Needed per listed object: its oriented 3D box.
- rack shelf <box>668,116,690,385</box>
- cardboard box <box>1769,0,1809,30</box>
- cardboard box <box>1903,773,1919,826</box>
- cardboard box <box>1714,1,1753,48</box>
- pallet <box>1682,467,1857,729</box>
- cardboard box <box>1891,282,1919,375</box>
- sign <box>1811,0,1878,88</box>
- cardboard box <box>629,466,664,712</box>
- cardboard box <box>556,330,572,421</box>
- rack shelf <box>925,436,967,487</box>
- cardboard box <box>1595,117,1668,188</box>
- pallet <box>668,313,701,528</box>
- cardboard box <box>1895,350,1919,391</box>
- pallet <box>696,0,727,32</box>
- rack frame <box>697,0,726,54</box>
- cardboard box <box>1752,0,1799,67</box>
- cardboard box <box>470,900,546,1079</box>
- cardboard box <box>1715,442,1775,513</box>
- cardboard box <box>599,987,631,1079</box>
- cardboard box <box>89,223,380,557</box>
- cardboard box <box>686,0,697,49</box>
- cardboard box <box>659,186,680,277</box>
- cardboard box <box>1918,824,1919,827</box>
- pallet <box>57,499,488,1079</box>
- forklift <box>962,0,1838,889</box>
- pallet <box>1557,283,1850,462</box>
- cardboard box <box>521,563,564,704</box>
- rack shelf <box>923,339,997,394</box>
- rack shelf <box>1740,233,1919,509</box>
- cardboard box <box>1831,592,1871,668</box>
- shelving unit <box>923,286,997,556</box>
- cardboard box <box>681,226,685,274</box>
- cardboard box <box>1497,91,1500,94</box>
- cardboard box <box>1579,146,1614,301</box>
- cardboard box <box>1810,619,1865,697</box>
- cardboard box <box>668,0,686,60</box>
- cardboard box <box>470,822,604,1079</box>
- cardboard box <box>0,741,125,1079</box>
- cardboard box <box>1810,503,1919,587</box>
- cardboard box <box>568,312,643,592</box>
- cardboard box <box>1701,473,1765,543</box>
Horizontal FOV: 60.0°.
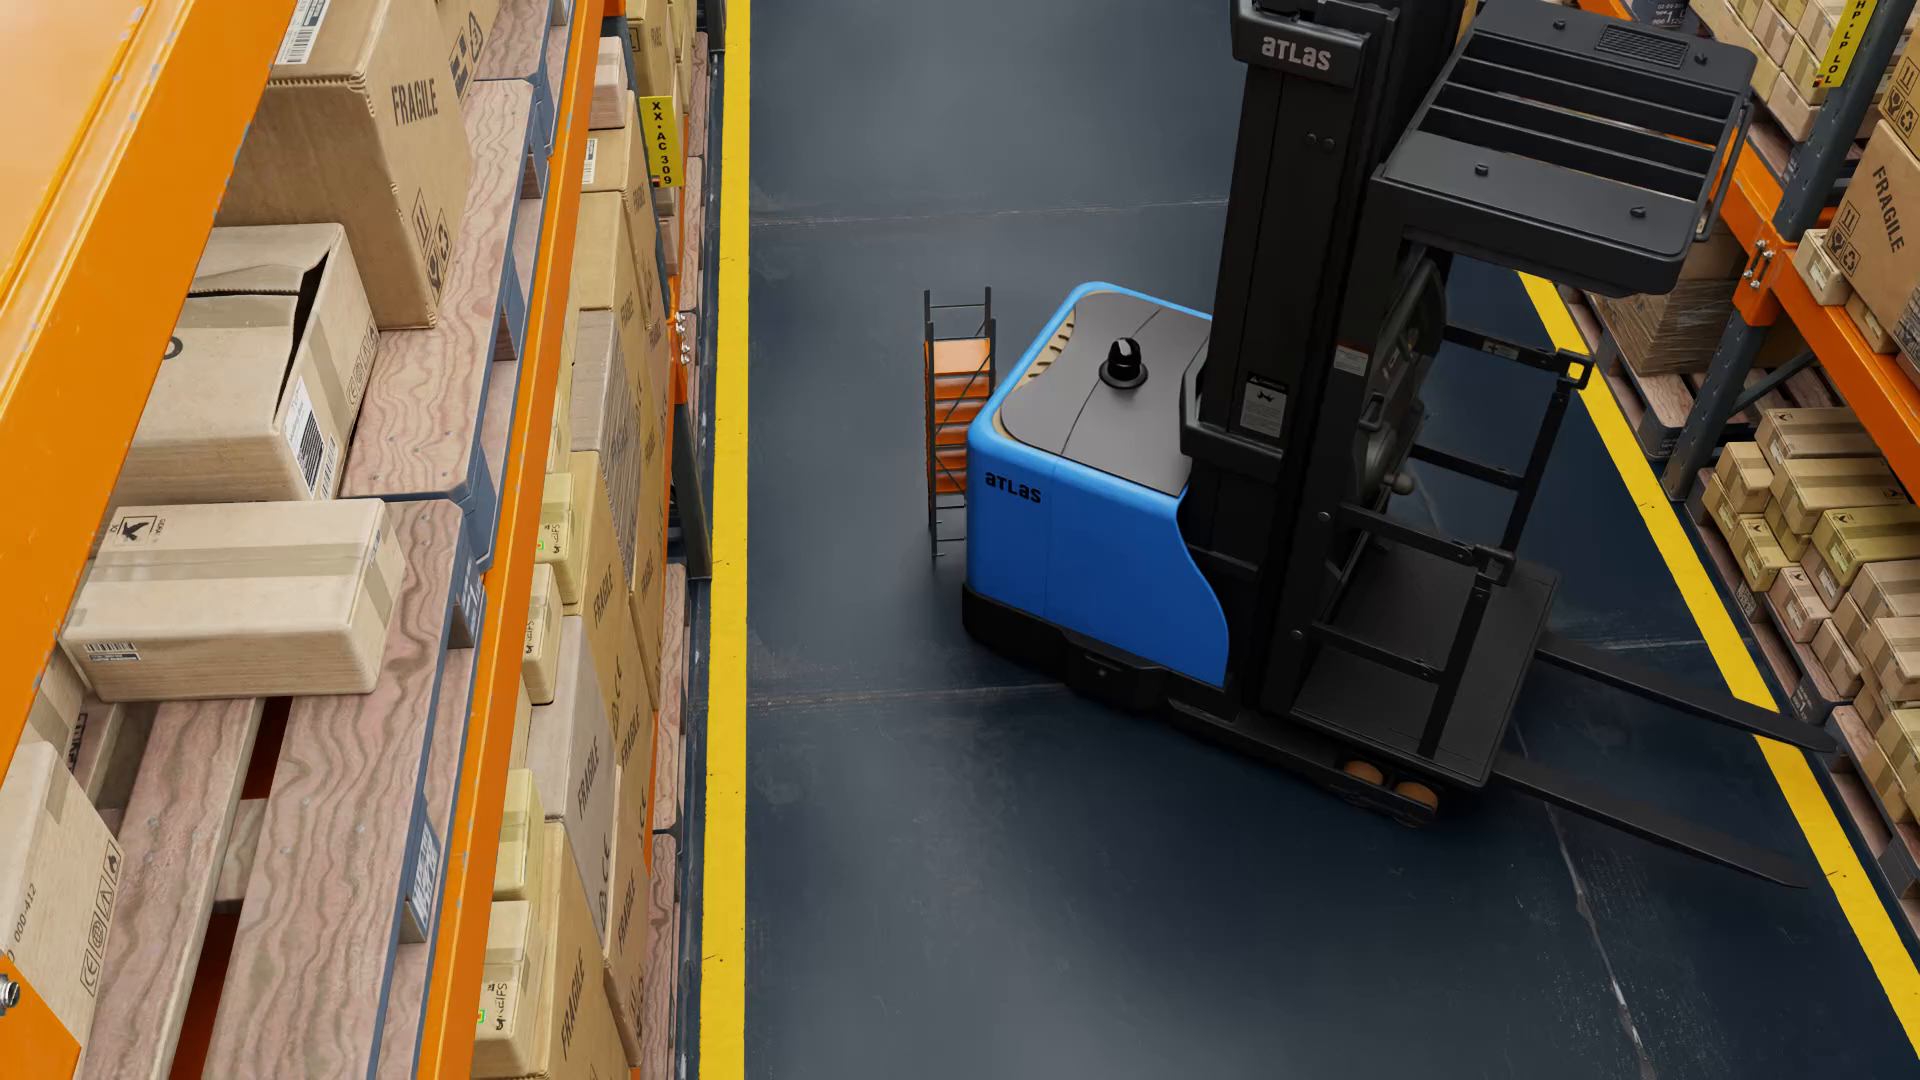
[{"bbox_3d":[-1.654,-2.086,7.155,1.077,0.370,4.000,-3,47,-3],"label":"rack shelf"},{"bbox_3d":[3.186,-1.995,6.048,0.380,0.149,0.250,-5,47,-4],"label":"cardboard box"},{"bbox_3d":[3.289,0.869,5.330,0.380,0.149,0.250,-3,47,-3],"label":"cardboard box"},{"bbox_3d":[3.166,-1.962,6.426,0.380,0.149,0.250,-4,47,-3],"label":"cardboard box"},{"bbox_3d":[3.529,0.183,6.432,1.003,0.211,1.213,-3,47,-3],"label":"pallet"},{"bbox_3d":[3.276,-0.665,5.040,0.500,0.500,0.500,-3,47,-3],"label":"cardboard box"},{"bbox_3d":[2.885,-1.622,5.422,0.100,0.325,0.005,-3,47,-3],"label":"sign"},{"bbox_3d":[-1.088,0.135,4.488,0.500,0.500,0.500,-4,47,-4],"label":"cardboard box"},{"bbox_3d":[-1.100,-0.355,3.816,0.380,0.149,0.250,-4,47,-4],"label":"cardboard box"},{"bbox_3d":[-0.001,-0.310,6.444,0.258,0.103,0.180,-3,47,-3],"label":"rack shelf"},{"bbox_3d":[3.094,-1.699,7.209,0.500,0.250,0.500,-1,47,-1],"label":"cardboard box"},{"bbox_3d":[-1.626,-0.481,7.060,1.003,0.211,1.213,-3,47,-3],"label":"pallet"},{"bbox_3d":[3.305,-0.577,5.403,0.380,0.149,0.250,-5,47,-5],"label":"cardboard box"},{"bbox_3d":[-1.885,-3.387,9.812,1.003,0.211,1.213,-3,47,-3],"label":"pallet"},{"bbox_3d":[-1.822,-3.780,8.264,1.000,3.000,0.127,-3,47,-3],"label":"rack frame"},{"bbox_3d":[3.184,-1.887,6.150,0.380,0.149,0.250,-3,47,-3],"label":"cardboard box"},{"bbox_3d":[-0.906,0.753,2.767,0.380,0.149,0.250,-2,47,-2],"label":"cardboard box"},{"bbox_3d":[3.149,-0.245,6.385,0.380,0.149,0.250,-2,47,-1],"label":"cardboard box"},{"bbox_3d":[-0.976,1.245,3.436,0.500,0.500,0.500,-4,47,-4],"label":"cardboard box"},{"bbox_3d":[-1.227,-0.258,2.565,0.500,0.311,0.500,-3,47,-3],"label":"cardboard box"},{"bbox_3d":[-1.365,-2.277,6.944,0.500,0.250,0.500,-4,47,-4],"label":"cardboard box"},{"bbox_3d":[-1.260,-1.169,5.894,0.500,0.250,0.500,-4,47,-4],"label":"cardboard box"},{"bbox_3d":[3.395,0.981,5.430,0.380,0.149,0.250,-2,47,-2],"label":"cardboard box"},{"bbox_3d":[-1.224,0.471,2.233,1.003,0.211,1.213,-3,47,-3],"label":"pallet"},{"bbox_3d":[1.556,-0.451,5.159,3.031,2.935,1.130,21,50,19],"label":"forklift"},{"bbox_3d":[3.371,-0.864,7.423,1.003,0.211,1.213,-3,47,-3],"label":"pallet"},{"bbox_3d":[-1.000,0.194,3.296,0.380,0.149,0.250,-3,47,-3],"label":"cardboard box"},{"bbox_3d":[-0.001,-0.640,6.095,0.258,0.103,0.180,-3,47,-3],"label":"rack shelf"},{"bbox_3d":[3.605,0.434,4.768,1.077,0.370,4.000,-3,47,-3],"label":"rack shelf"},{"bbox_3d":[3.336,0.303,5.867,0.380,0.149,0.250,-6,47,-5],"label":"cardboard box"},{"bbox_3d":[-0.001,-0.423,6.324,0.258,1.200,0.189,-3,47,-3],"label":"shelving unit"},{"bbox_3d":[-1.702,-1.397,7.181,0.875,0.875,0.875,-2,47,-2],"label":"cardboard box"},{"bbox_3d":[2.953,-2.548,8.530,0.500,0.500,0.500,-3,47,-3],"label":"cardboard box"},{"bbox_3d":[3.082,-1.436,7.477,0.500,0.500,0.500,-4,47,-4],"label":"cardboard box"},{"bbox_3d":[3.314,0.409,5.971,0.380,0.149,0.250,-4,47,-4],"label":"cardboard box"},{"bbox_3d":[-1.330,-2.084,6.417,0.500,0.250,0.500,-3,47,-3],"label":"cardboard box"},{"bbox_3d":[-0.958,0.892,3.082,0.500,0.500,0.500,-5,47,-4],"label":"cardboard box"},{"bbox_3d":[-1.279,0.529,1.862,0.500,0.250,0.500,-7,47,-7],"label":"cardboard box"},{"bbox_3d":[3.294,0.016,5.933,0.380,0.149,0.250,-4,47,-4],"label":"cardboard box"},{"bbox_3d":[-1.086,-0.204,4.120,0.500,0.500,0.500,-3,47,-3],"label":"cardboard box"},{"bbox_3d":[3.148,-0.141,6.492,0.380,0.149,0.250,-5,47,-5],"label":"cardboard box"}]
